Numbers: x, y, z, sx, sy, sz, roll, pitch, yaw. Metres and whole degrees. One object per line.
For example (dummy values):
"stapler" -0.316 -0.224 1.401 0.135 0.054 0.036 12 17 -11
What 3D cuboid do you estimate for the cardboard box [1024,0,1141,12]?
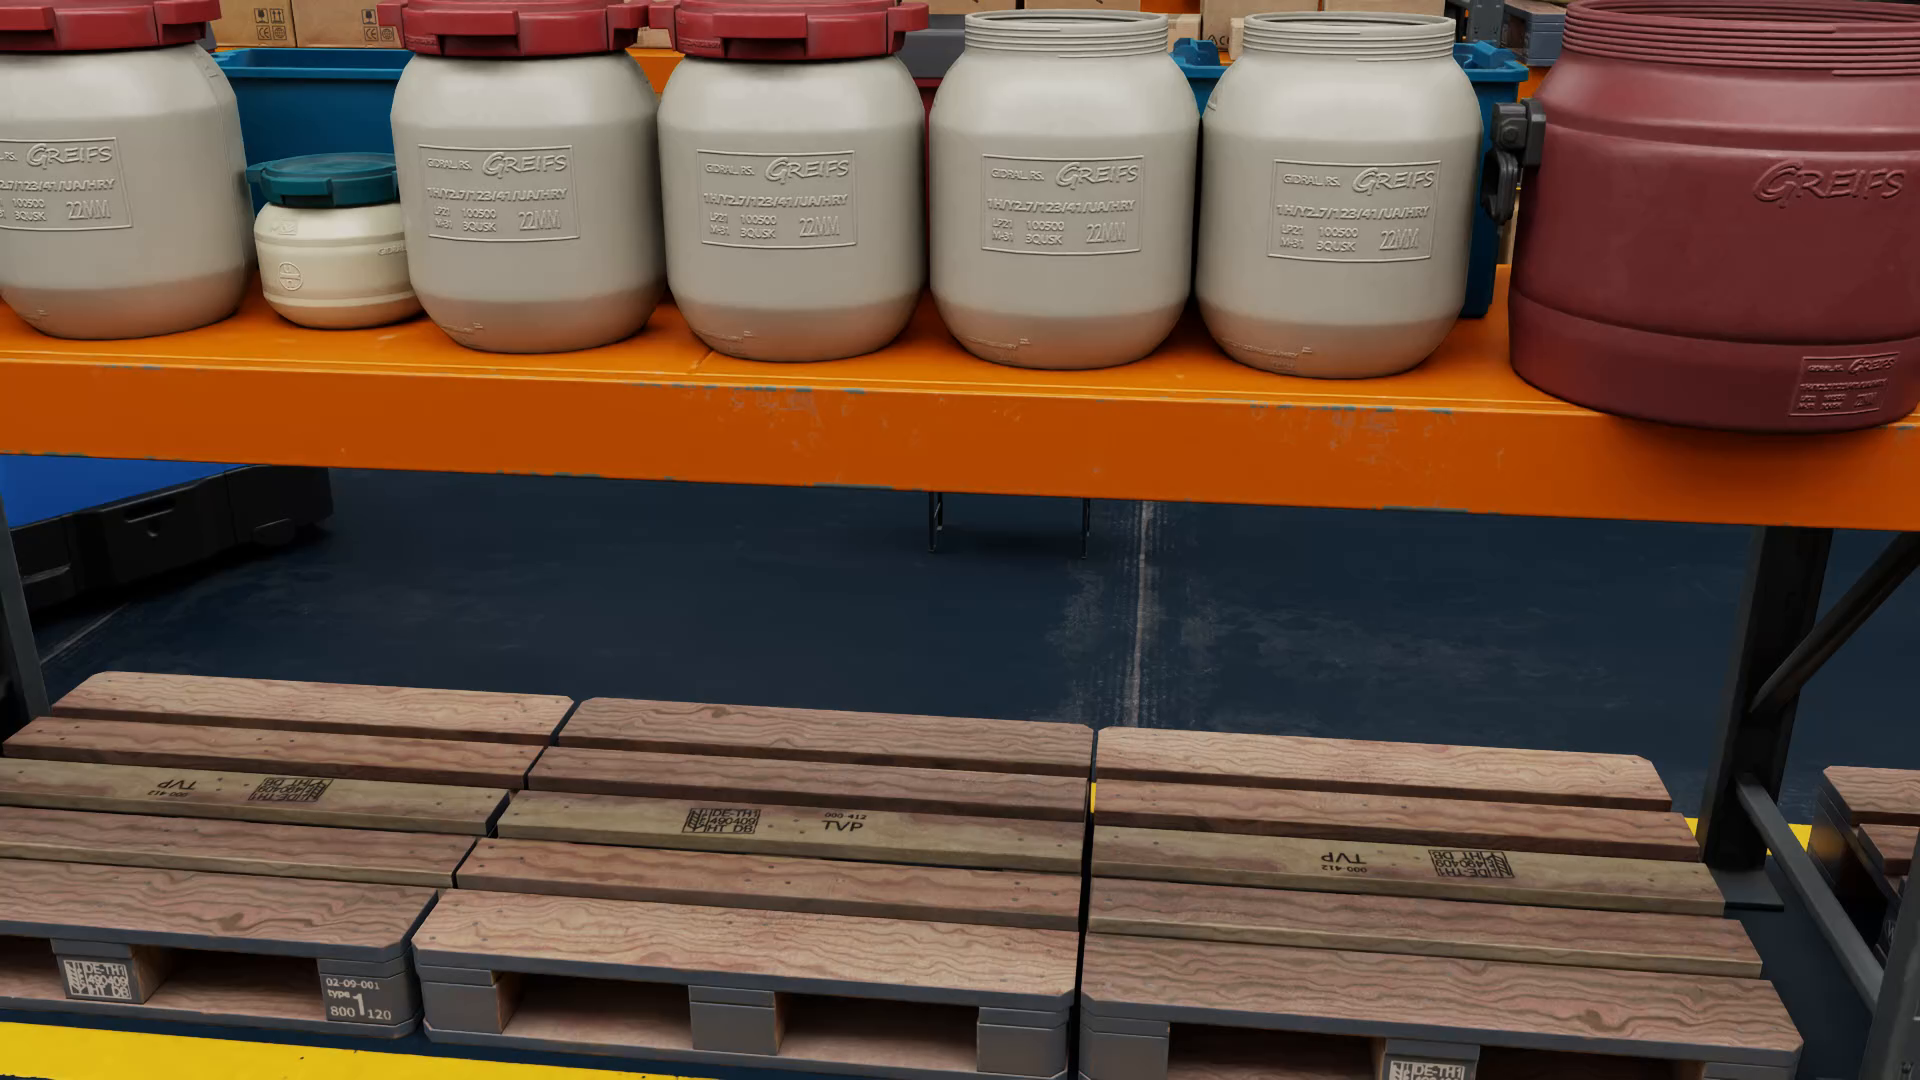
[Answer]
"cardboard box" 0.544 -2.441 7.398 0.500 0.500 0.500 1 22 3

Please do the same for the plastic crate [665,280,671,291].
"plastic crate" -0.584 -0.622 3.221 0.662 0.188 0.450 2 22 6

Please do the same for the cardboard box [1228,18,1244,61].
"cardboard box" 1.287 -2.149 7.138 0.250 0.149 0.380 2 22 6

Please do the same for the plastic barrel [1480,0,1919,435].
"plastic barrel" 1.129 -0.492 2.420 0.708 0.536 0.600 2 22 6

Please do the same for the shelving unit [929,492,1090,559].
"shelving unit" 0.164 -0.551 5.201 0.503 1.200 0.258 2 22 6

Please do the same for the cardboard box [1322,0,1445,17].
"cardboard box" 1.856 -2.318 7.345 0.500 0.311 0.500 4 22 10

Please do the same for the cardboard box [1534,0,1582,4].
"cardboard box" 2.851 -2.584 7.188 0.500 0.500 0.700 -5 22 -12

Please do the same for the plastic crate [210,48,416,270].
"plastic crate" -1.214 -0.751 3.281 0.575 0.384 0.392 2 22 6

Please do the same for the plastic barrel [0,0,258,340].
"plastic barrel" -1.422 -0.634 2.780 0.433 0.535 0.433 0 22 0

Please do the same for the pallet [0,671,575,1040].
"pallet" -1.562 0.624 3.575 1.213 0.211 1.003 2 22 6

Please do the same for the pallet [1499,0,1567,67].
"pallet" 2.894 -2.235 7.274 1.003 0.211 1.213 2 22 6

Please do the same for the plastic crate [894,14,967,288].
"plastic crate" 0.057 -0.731 3.122 0.583 0.464 0.402 2 22 6

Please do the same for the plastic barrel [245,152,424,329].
"plastic barrel" -1.050 -0.515 2.851 0.301 0.262 0.301 0 22 0

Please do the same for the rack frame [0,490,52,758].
"rack frame" -2.346 -0.693 3.112 0.127 3.000 1.000 2 22 6

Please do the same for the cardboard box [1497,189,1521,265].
"cardboard box" 2.631 -1.246 7.313 0.500 0.500 0.500 3 22 9

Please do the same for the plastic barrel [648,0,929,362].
"plastic barrel" -0.264 -0.584 2.652 0.433 0.535 0.433 0 22 0

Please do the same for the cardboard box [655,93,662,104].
"cardboard box" -2.216 -3.382 12.716 0.500 0.500 0.500 1 22 2

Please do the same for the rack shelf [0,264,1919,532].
"rack shelf" -0.360 -0.272 3.025 4.000 0.370 1.077 2 22 6

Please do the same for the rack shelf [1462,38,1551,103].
"rack shelf" 4.199 -1.907 7.162 4.000 0.370 1.077 2 22 6

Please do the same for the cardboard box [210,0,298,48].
"cardboard box" -3.223 -2.608 7.821 0.500 0.500 0.700 3 22 7

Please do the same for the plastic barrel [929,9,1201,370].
"plastic barrel" 0.161 -0.556 2.615 0.421 0.512 0.421 0 22 0

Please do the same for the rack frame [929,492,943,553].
"rack frame" -0.078 -0.561 5.228 0.015 1.200 0.240 2 22 6

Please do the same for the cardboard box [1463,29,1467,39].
"cardboard box" 3.507 -3.253 11.940 0.750 0.750 0.750 2 22 6

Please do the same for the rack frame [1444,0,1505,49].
"rack frame" 2.213 -2.328 7.248 0.127 3.000 1.000 2 22 6

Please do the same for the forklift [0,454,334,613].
"forklift" -3.393 -1.082 4.189 1.130 2.935 3.031 17 27 37

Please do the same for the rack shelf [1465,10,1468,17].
"rack shelf" 4.778 -3.716 11.737 4.000 0.370 1.077 2 22 6

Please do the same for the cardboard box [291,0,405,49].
"cardboard box" -2.726 -2.585 7.762 0.500 0.500 0.700 2 22 6

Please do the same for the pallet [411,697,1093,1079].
"pallet" -0.347 0.676 3.443 1.213 0.211 1.003 2 22 6

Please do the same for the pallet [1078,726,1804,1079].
"pallet" 0.861 0.729 3.308 1.213 0.211 1.003 2 22 6

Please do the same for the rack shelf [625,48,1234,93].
"rack shelf" 0.226 -2.080 7.599 4.000 0.370 1.077 2 22 6

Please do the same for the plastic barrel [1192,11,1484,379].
"plastic barrel" 0.579 -0.538 2.569 0.421 0.512 0.421 0 22 0

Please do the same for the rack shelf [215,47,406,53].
"rack shelf" -3.746 -2.253 8.037 4.000 0.370 1.077 2 22 6

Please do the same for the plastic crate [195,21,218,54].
"plastic crate" -1.829 -0.813 3.330 0.583 0.464 0.402 2 22 6

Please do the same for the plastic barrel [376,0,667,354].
"plastic barrel" -0.693 -0.603 2.699 0.433 0.535 0.433 0 22 0

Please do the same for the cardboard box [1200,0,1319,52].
"cardboard box" 1.347 -2.396 7.541 0.500 0.311 0.500 2 22 6

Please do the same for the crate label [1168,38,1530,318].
"crate label" 0.671 -0.678 3.026 0.616 0.435 0.502 2 22 6

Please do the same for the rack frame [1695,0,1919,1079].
"rack frame" 1.626 -0.520 2.674 0.127 3.000 1.000 2 22 6

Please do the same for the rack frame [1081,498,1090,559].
"rack frame" 0.407 -0.540 5.174 0.015 1.200 0.240 2 22 6

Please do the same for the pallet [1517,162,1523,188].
"pallet" 3.566 -2.778 12.180 1.213 0.211 1.003 2 22 6

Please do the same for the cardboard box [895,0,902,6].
"cardboard box" -0.476 -2.486 7.511 0.500 0.500 0.500 4 22 10

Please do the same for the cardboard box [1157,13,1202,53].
"cardboard box" 0.940 -2.246 7.382 0.250 0.149 0.380 4 22 10

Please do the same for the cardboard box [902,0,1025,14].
"cardboard box" 0.022 -2.464 7.456 0.500 0.500 0.500 3 22 6

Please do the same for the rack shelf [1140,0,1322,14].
"rack shelf" 0.806 -3.889 12.175 4.000 0.370 1.077 2 22 6

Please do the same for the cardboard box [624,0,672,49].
"cardboard box" -1.266 -2.426 7.700 0.500 0.250 0.500 4 22 10

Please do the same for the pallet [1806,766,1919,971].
"pallet" 2.414 0.796 3.139 1.213 0.211 1.003 2 22 6
